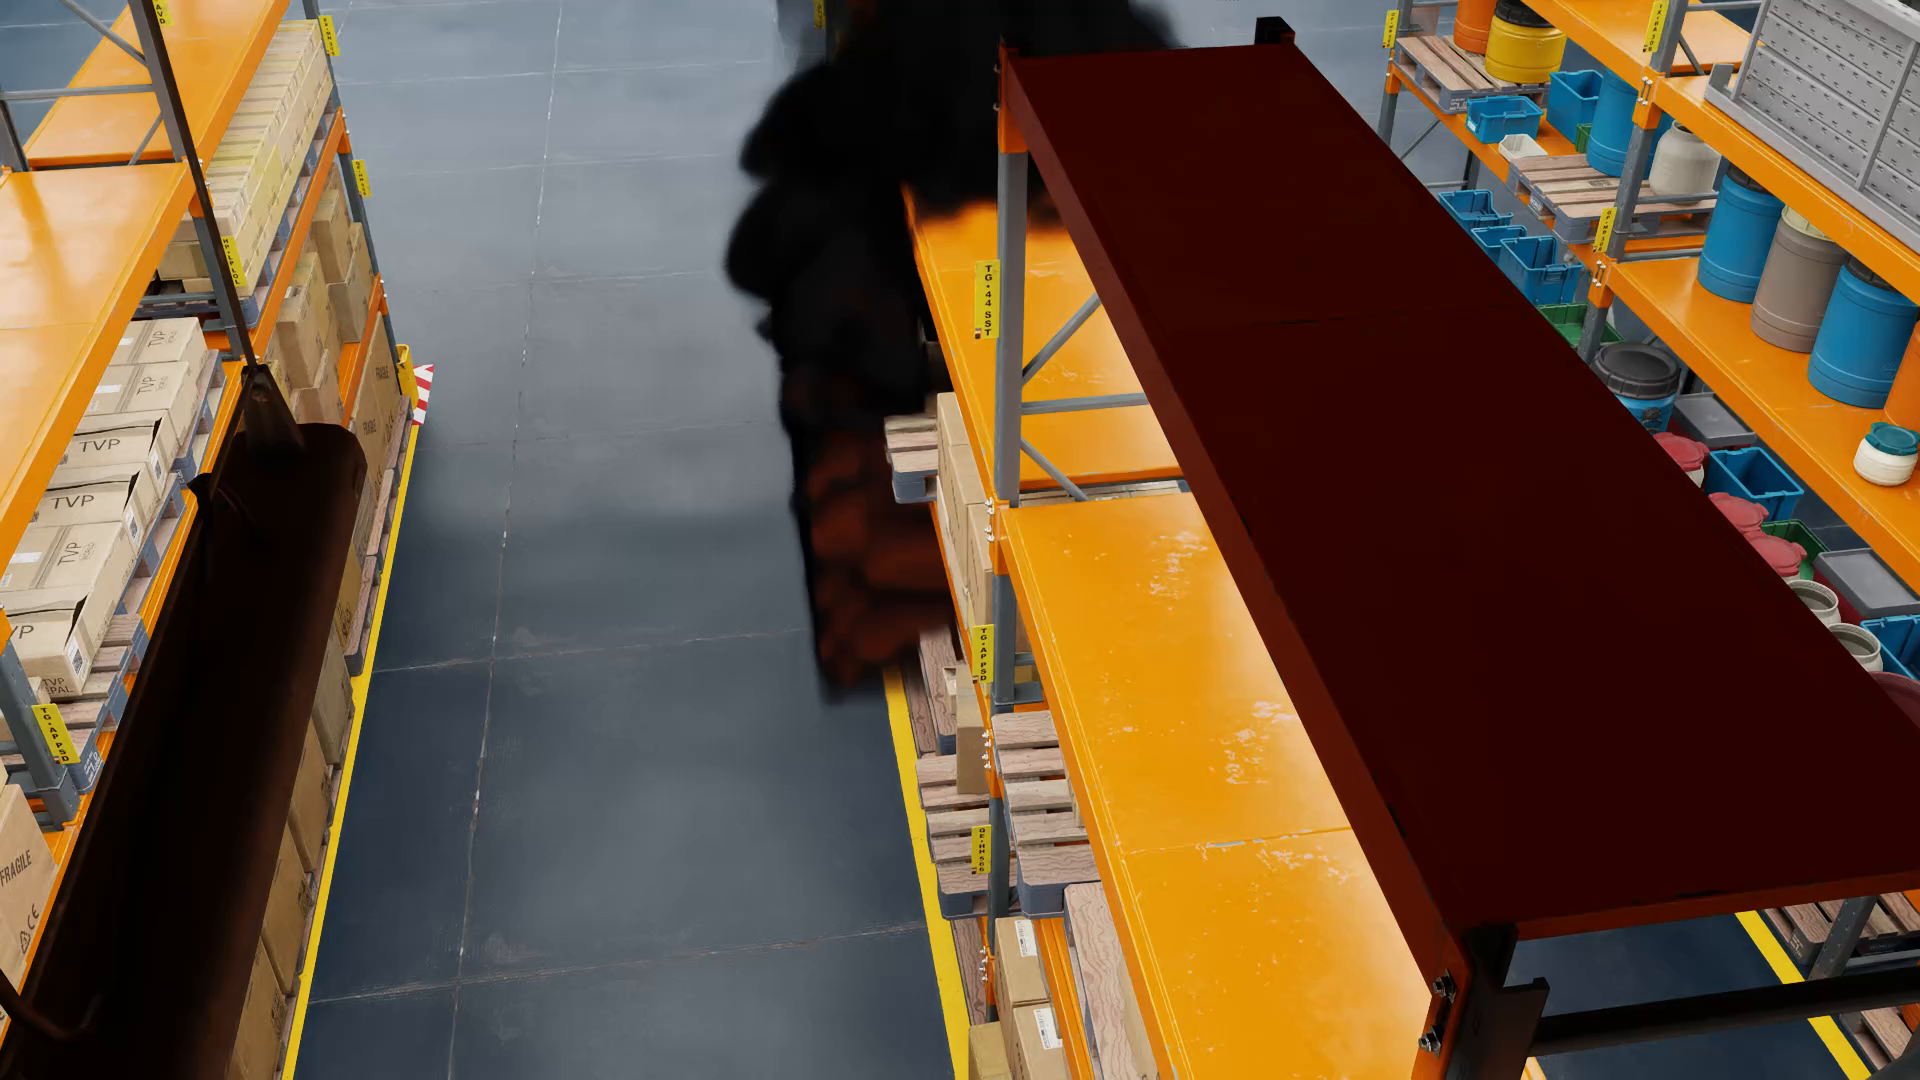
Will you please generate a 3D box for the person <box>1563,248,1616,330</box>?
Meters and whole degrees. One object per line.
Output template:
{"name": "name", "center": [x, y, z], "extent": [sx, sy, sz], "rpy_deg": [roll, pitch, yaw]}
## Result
{"name": "person", "center": [5.858, -2.630, 15.579], "extent": [0.637, 1.718, 0.819], "rpy_deg": [-10, 38, -14]}
